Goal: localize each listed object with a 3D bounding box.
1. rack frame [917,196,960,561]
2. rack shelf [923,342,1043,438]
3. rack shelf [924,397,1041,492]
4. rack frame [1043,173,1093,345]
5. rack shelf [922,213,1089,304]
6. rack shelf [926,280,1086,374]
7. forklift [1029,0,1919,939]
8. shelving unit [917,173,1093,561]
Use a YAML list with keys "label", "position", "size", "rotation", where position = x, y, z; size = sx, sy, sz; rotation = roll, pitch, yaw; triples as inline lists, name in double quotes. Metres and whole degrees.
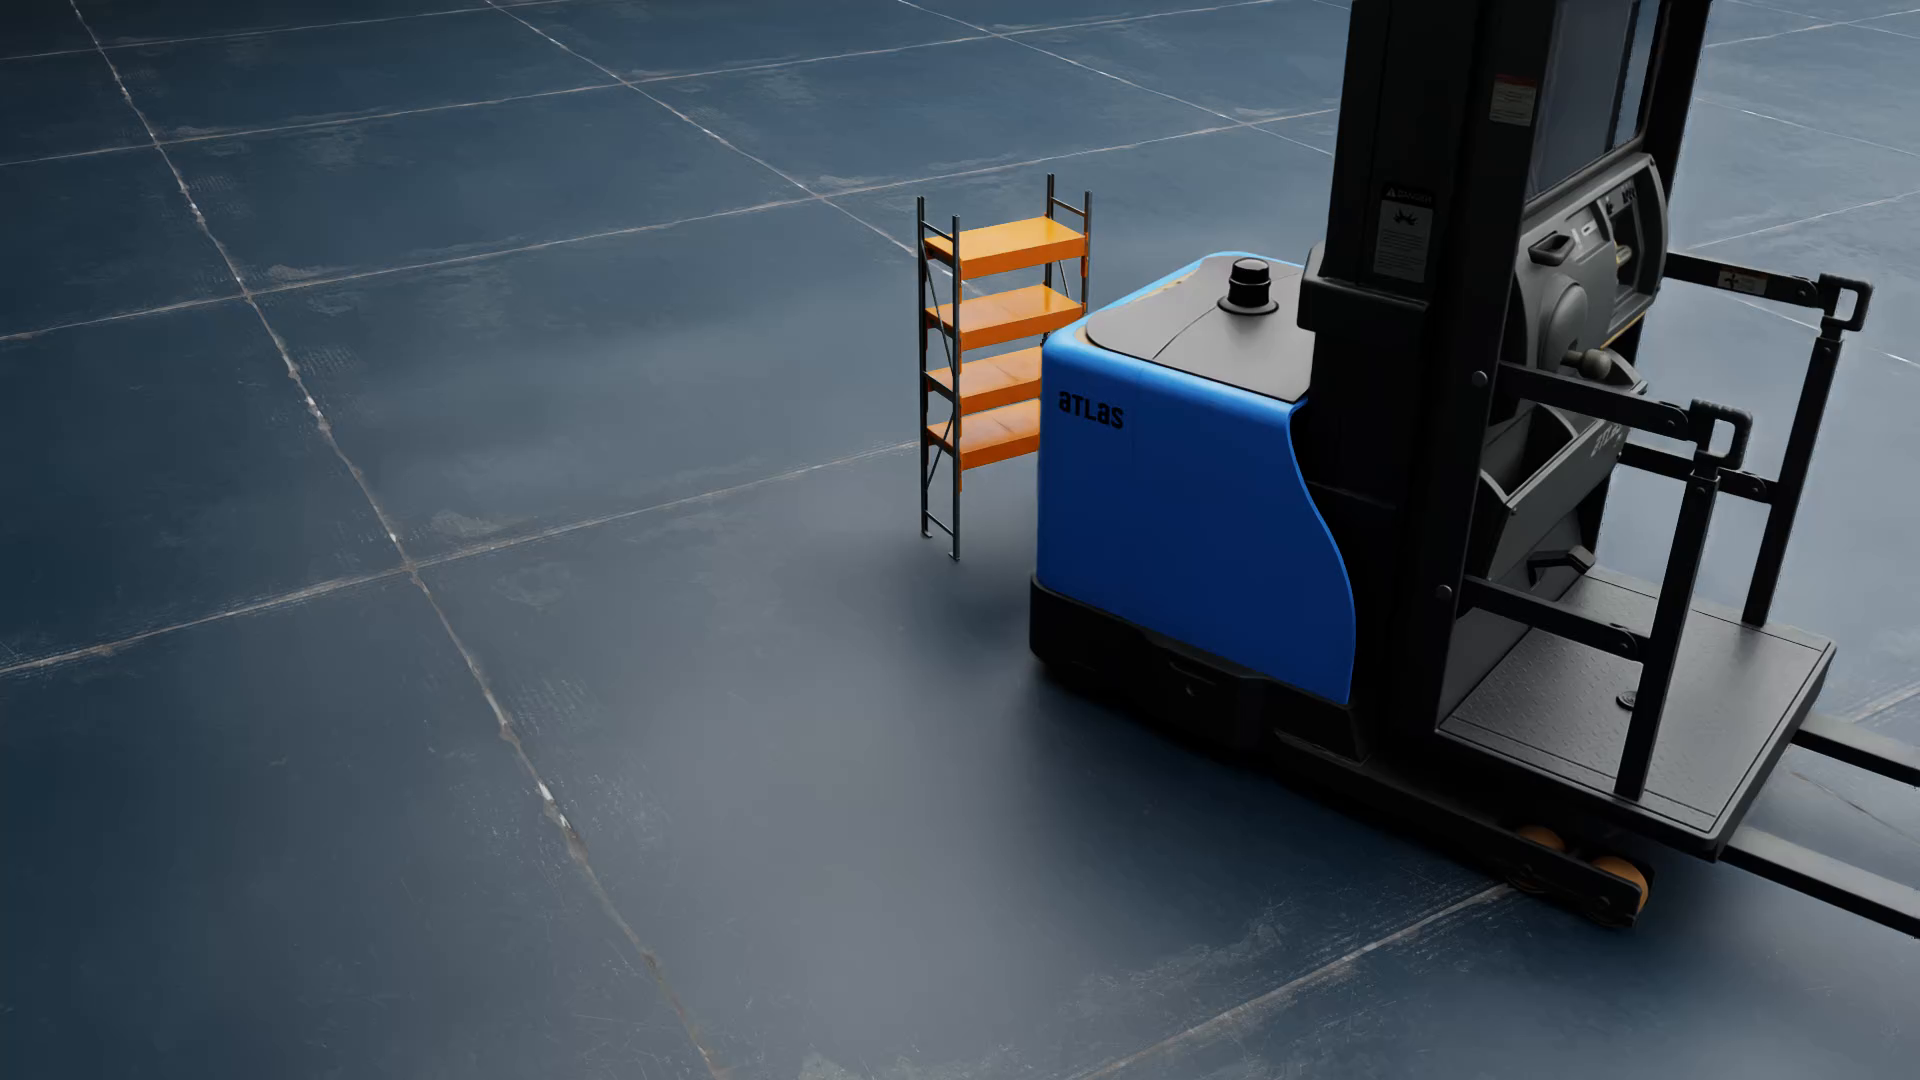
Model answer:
- label: "rack frame"
  position: [-0.068, -0.506, 5.425]
  size: [0.015, 1.200, 0.240]
  rotation: [-16, 33, -26]
- label: "rack shelf"
  position: [0.143, -0.507, 5.566]
  size: [0.480, 0.148, 0.258]
  rotation: [-16, 33, -26]
- label: "rack shelf"
  position: [0.143, -0.333, 5.662]
  size: [0.480, 0.148, 0.258]
  rotation: [-16, 33, -26]
- label: "rack frame"
  position: [0.353, -0.626, 5.642]
  size: [0.015, 1.200, 0.240]
  rotation: [-16, 33, -26]
- label: "rack shelf"
  position: [0.143, -0.910, 5.344]
  size: [0.480, 0.148, 0.258]
  rotation: [-16, 33, -26]
- label: "rack shelf"
  position: [0.143, -0.703, 5.458]
  size: [0.480, 0.148, 0.258]
  rotation: [-16, 33, -26]
- label: "forklift"
  position: [1.676, -0.634, 3.866]
  size: [3.031, 2.935, 1.130]
  rotation: [21, 35, 33]
- label: "shelving unit"
  position: [0.143, -0.566, 5.534]
  size: [0.503, 1.200, 0.258]
  rotation: [-16, 33, -26]
